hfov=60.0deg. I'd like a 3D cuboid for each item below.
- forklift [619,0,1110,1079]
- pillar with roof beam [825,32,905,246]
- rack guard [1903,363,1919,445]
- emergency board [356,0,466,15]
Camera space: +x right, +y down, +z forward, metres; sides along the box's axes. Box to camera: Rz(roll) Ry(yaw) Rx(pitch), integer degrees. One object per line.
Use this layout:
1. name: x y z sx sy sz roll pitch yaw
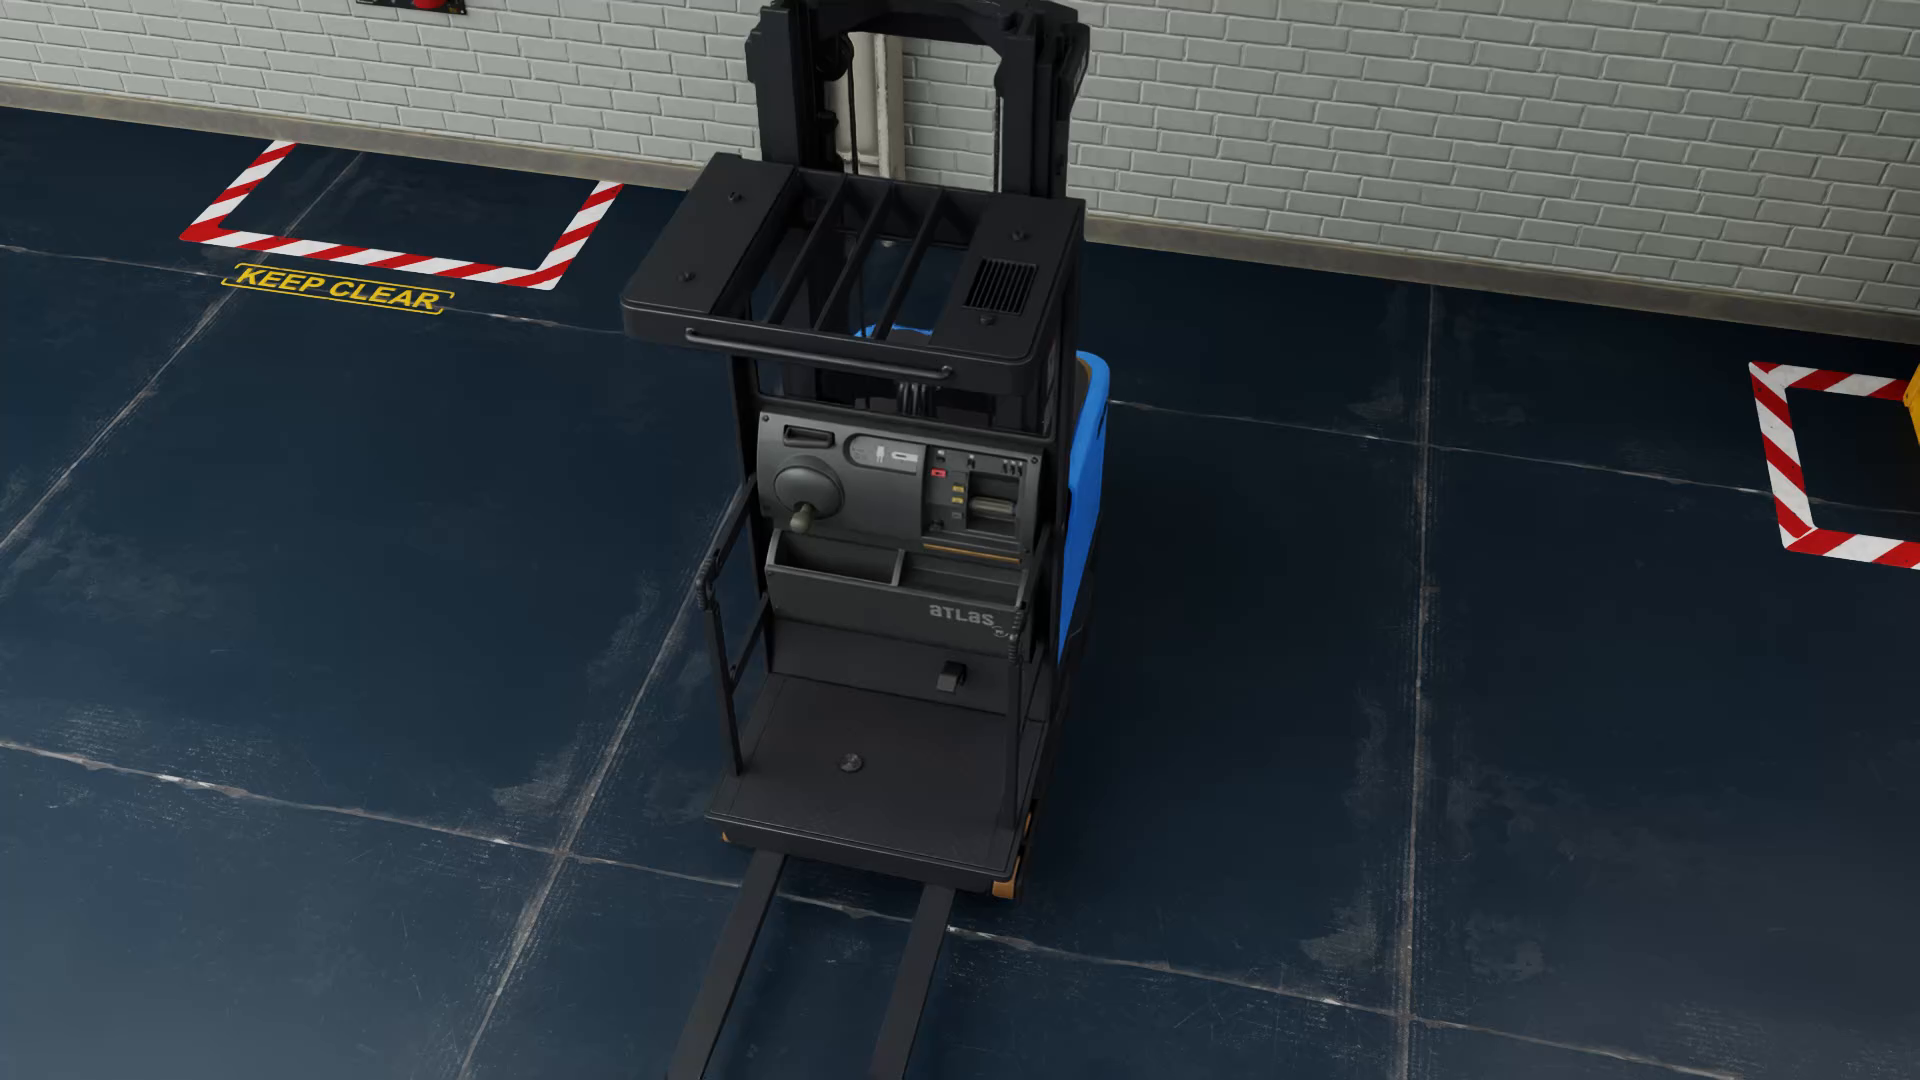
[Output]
1. forklift: -0.249 -0.084 5.184 1.130 2.935 3.031 9 45 10
2. pillar with roof beam: -1.458 -2.023 2.823 0.400 9.000 9.100 9 45 9
3. rack guard: 4.539 -0.475 7.343 0.348 0.500 1.175 9 45 9
4. emergency board: -2.922 -3.175 8.345 0.643 1.169 0.194 9 45 9
